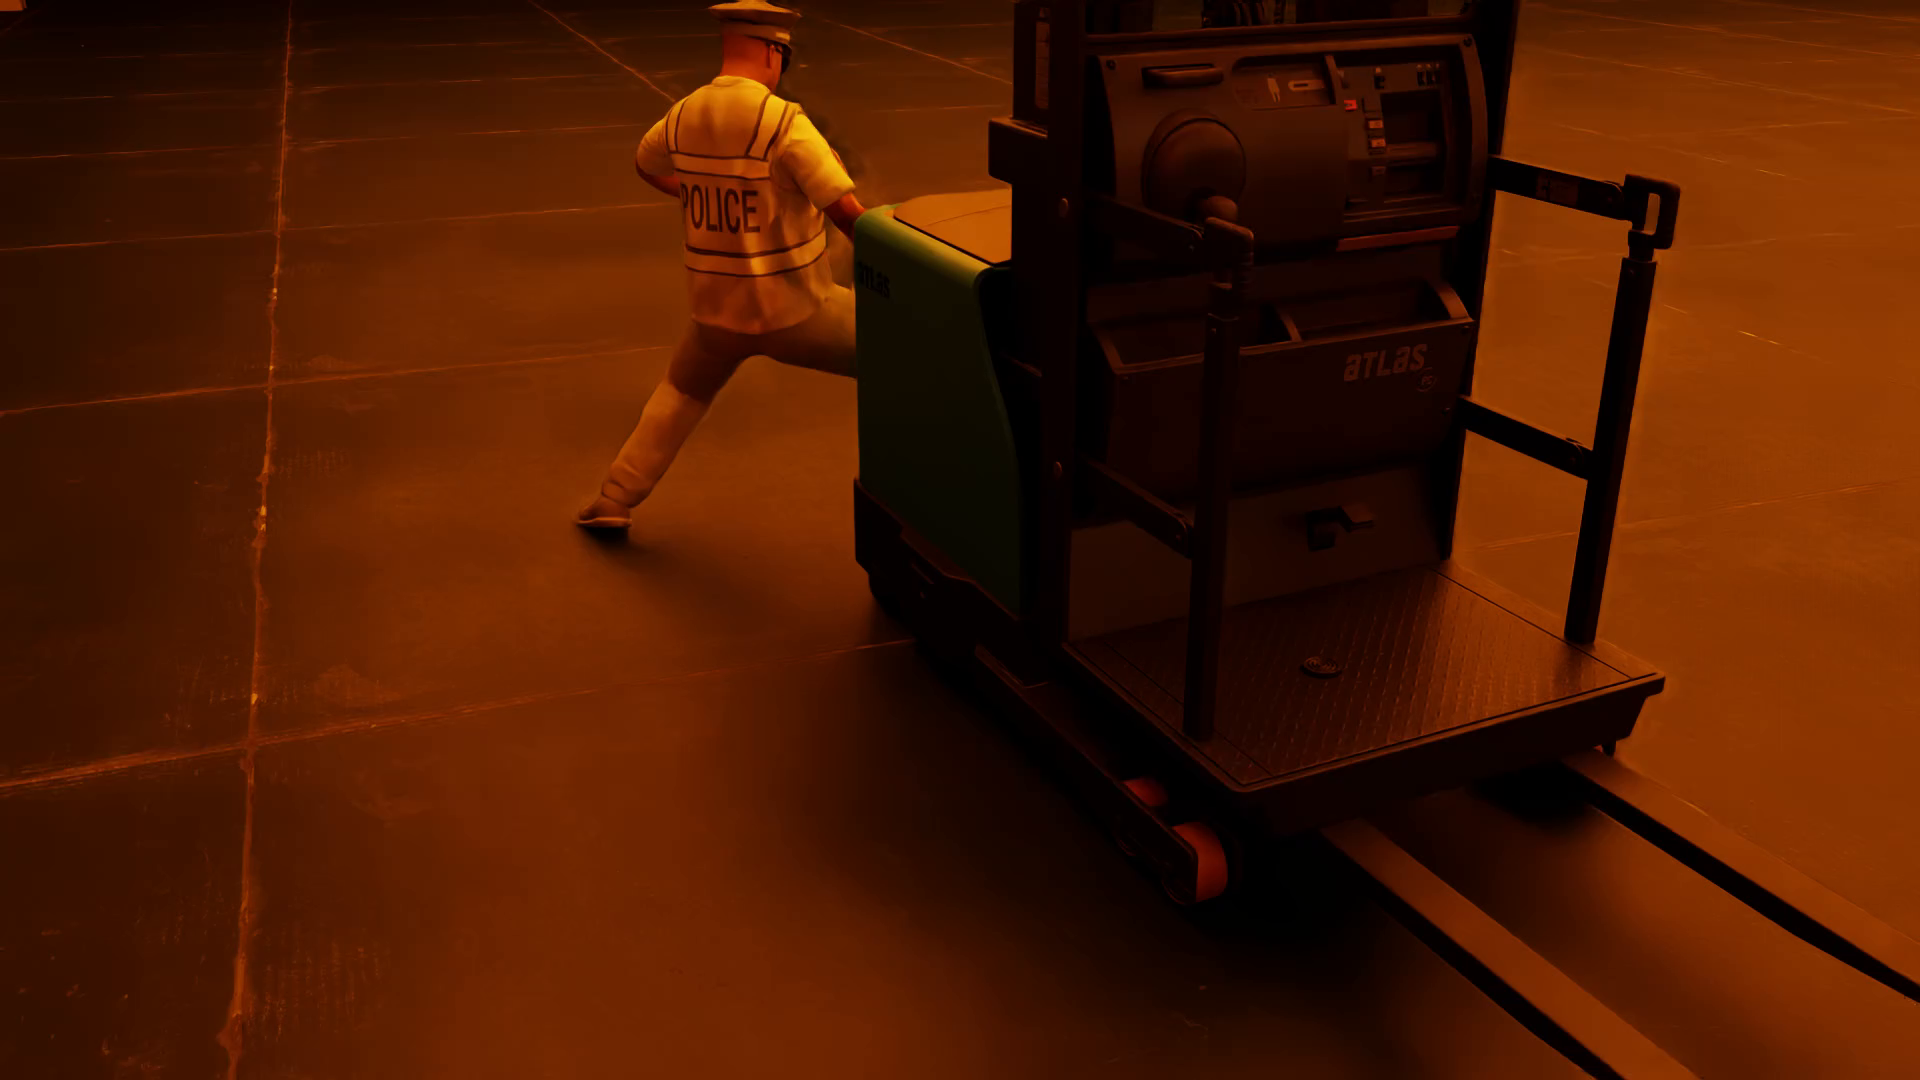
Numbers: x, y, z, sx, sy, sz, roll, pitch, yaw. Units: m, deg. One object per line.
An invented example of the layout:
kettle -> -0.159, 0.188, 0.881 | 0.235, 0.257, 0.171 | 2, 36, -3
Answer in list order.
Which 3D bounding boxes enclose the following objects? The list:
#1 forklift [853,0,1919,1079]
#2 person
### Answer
forklift -> 0.793, -0.813, 3.231 | 1.130, 2.935, 3.031 | -11, 25, -23
person -> -0.571, -0.796, 5.012 | 1.069, 1.599, 0.964 | 13, 26, 29
